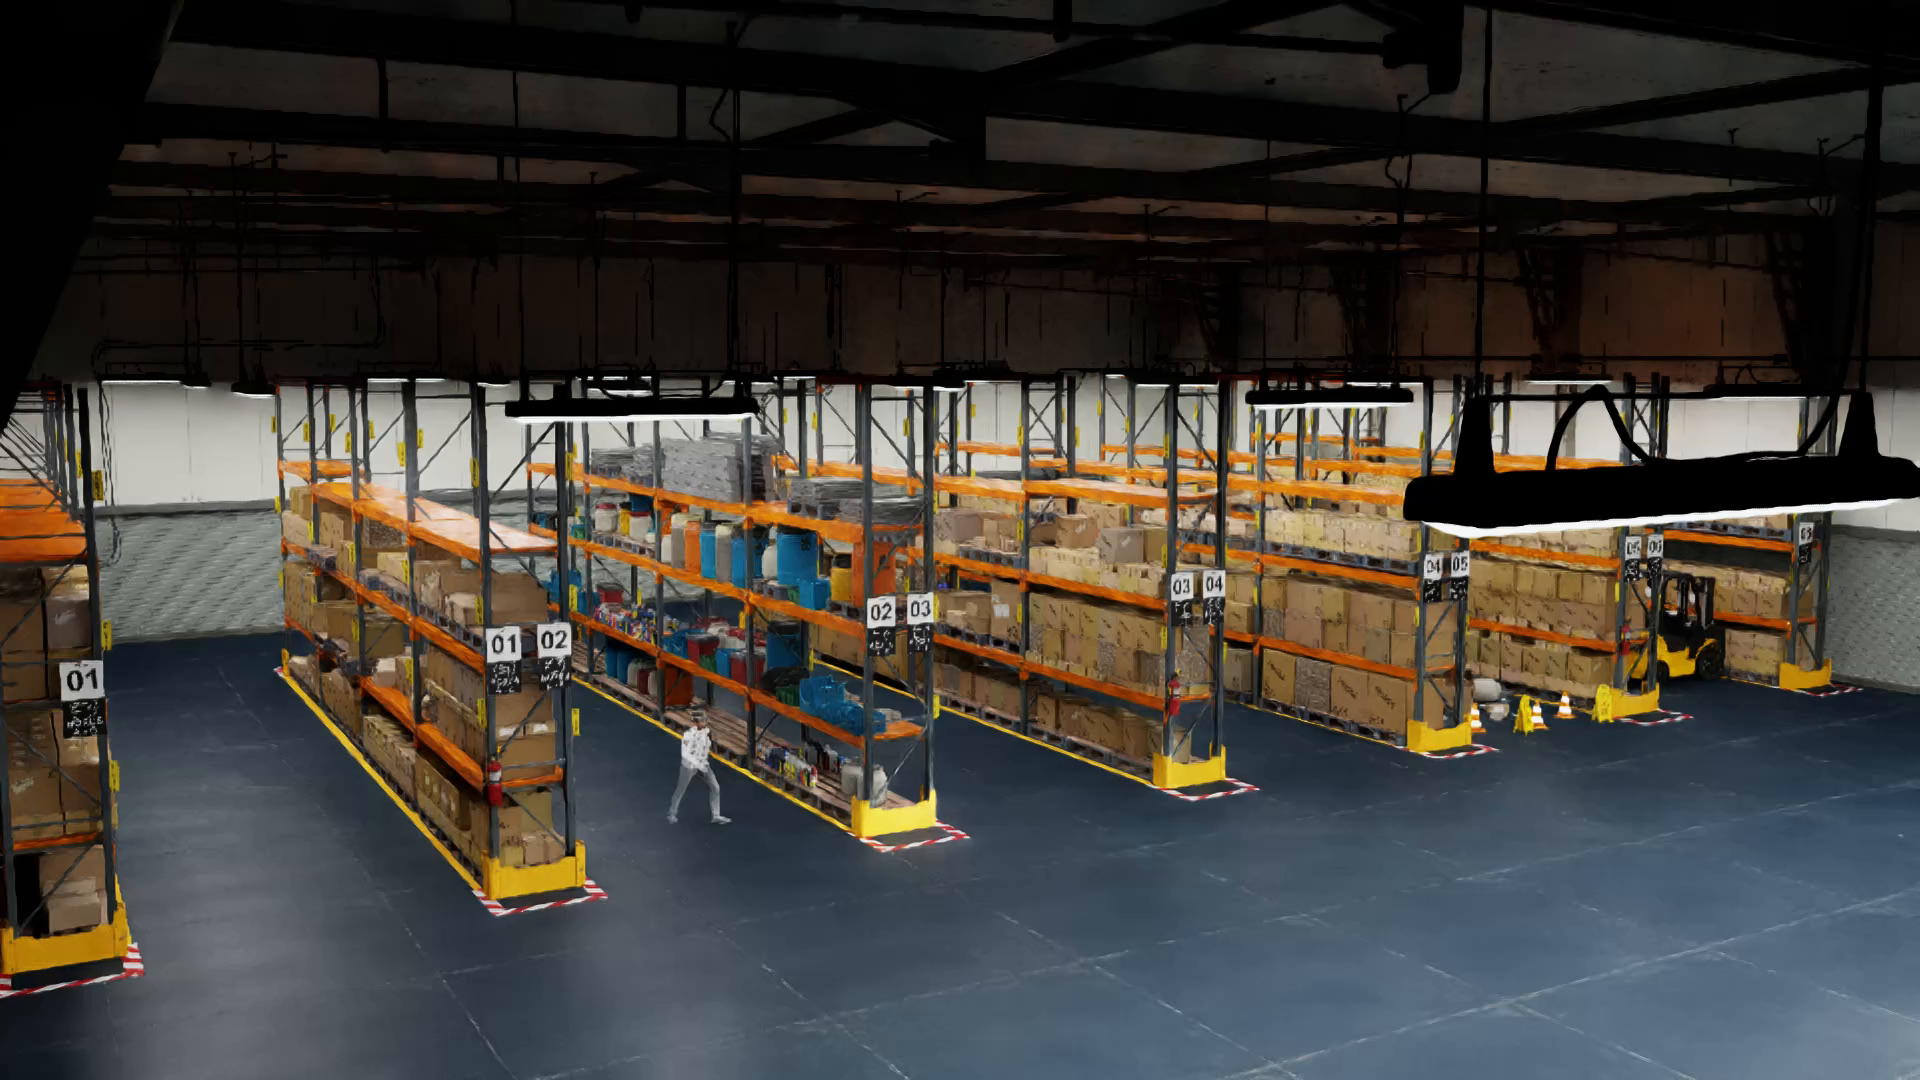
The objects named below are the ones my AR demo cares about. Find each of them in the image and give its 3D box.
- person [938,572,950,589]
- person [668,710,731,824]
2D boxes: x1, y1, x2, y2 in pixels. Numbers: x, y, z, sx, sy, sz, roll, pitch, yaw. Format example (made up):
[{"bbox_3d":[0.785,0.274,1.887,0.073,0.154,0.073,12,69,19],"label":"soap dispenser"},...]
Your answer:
[{"bbox_3d":[-0.322,1.501,36.963,0.581,1.604,0.518,-4,7,-32],"label":"person"},{"bbox_3d":[-3.591,3.059,22.547,0.813,1.607,0.637,6,8,42],"label":"person"}]
